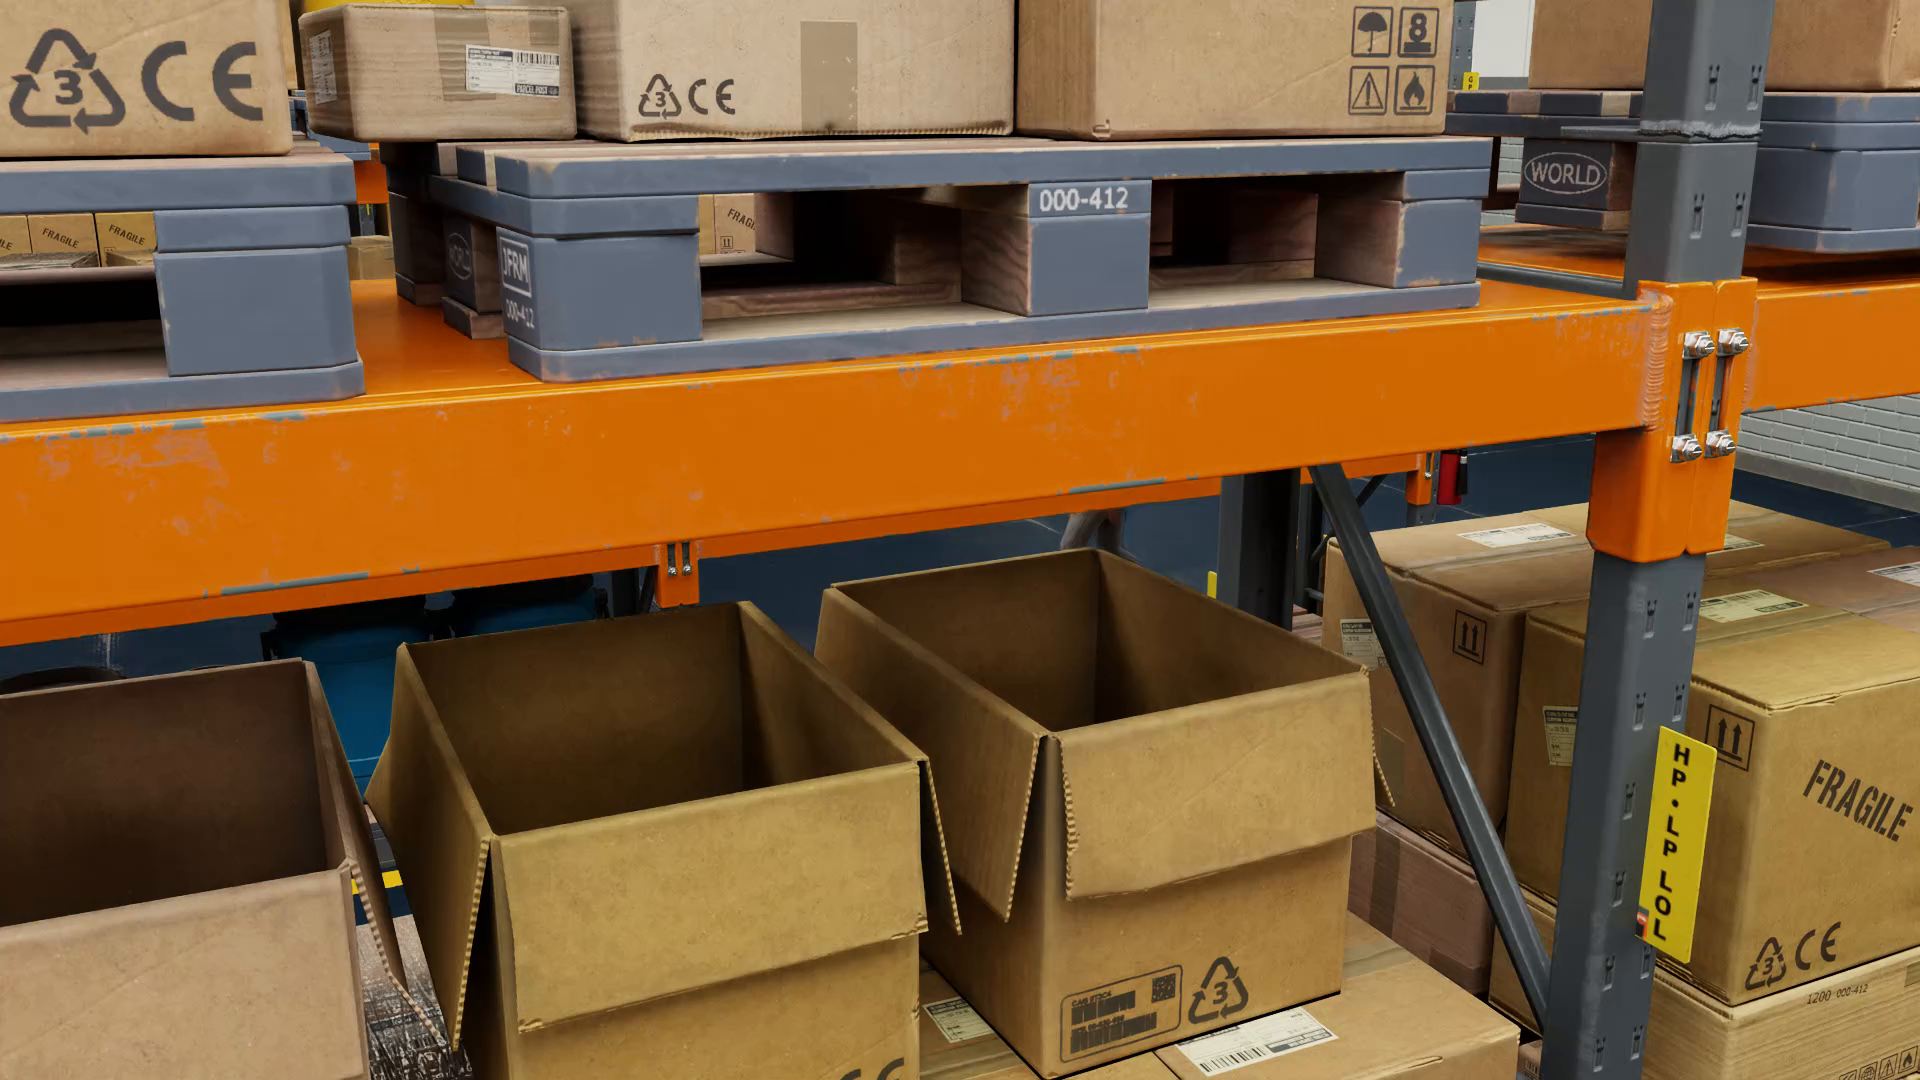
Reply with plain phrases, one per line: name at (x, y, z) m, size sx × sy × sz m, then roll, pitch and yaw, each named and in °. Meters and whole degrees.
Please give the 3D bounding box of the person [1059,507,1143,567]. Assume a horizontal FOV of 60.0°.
person at (0.738, -0.271, 9.099) m, size 0.903 × 1.540 × 0.422 m, roll 5°, pitch 16°, yaw 18°
